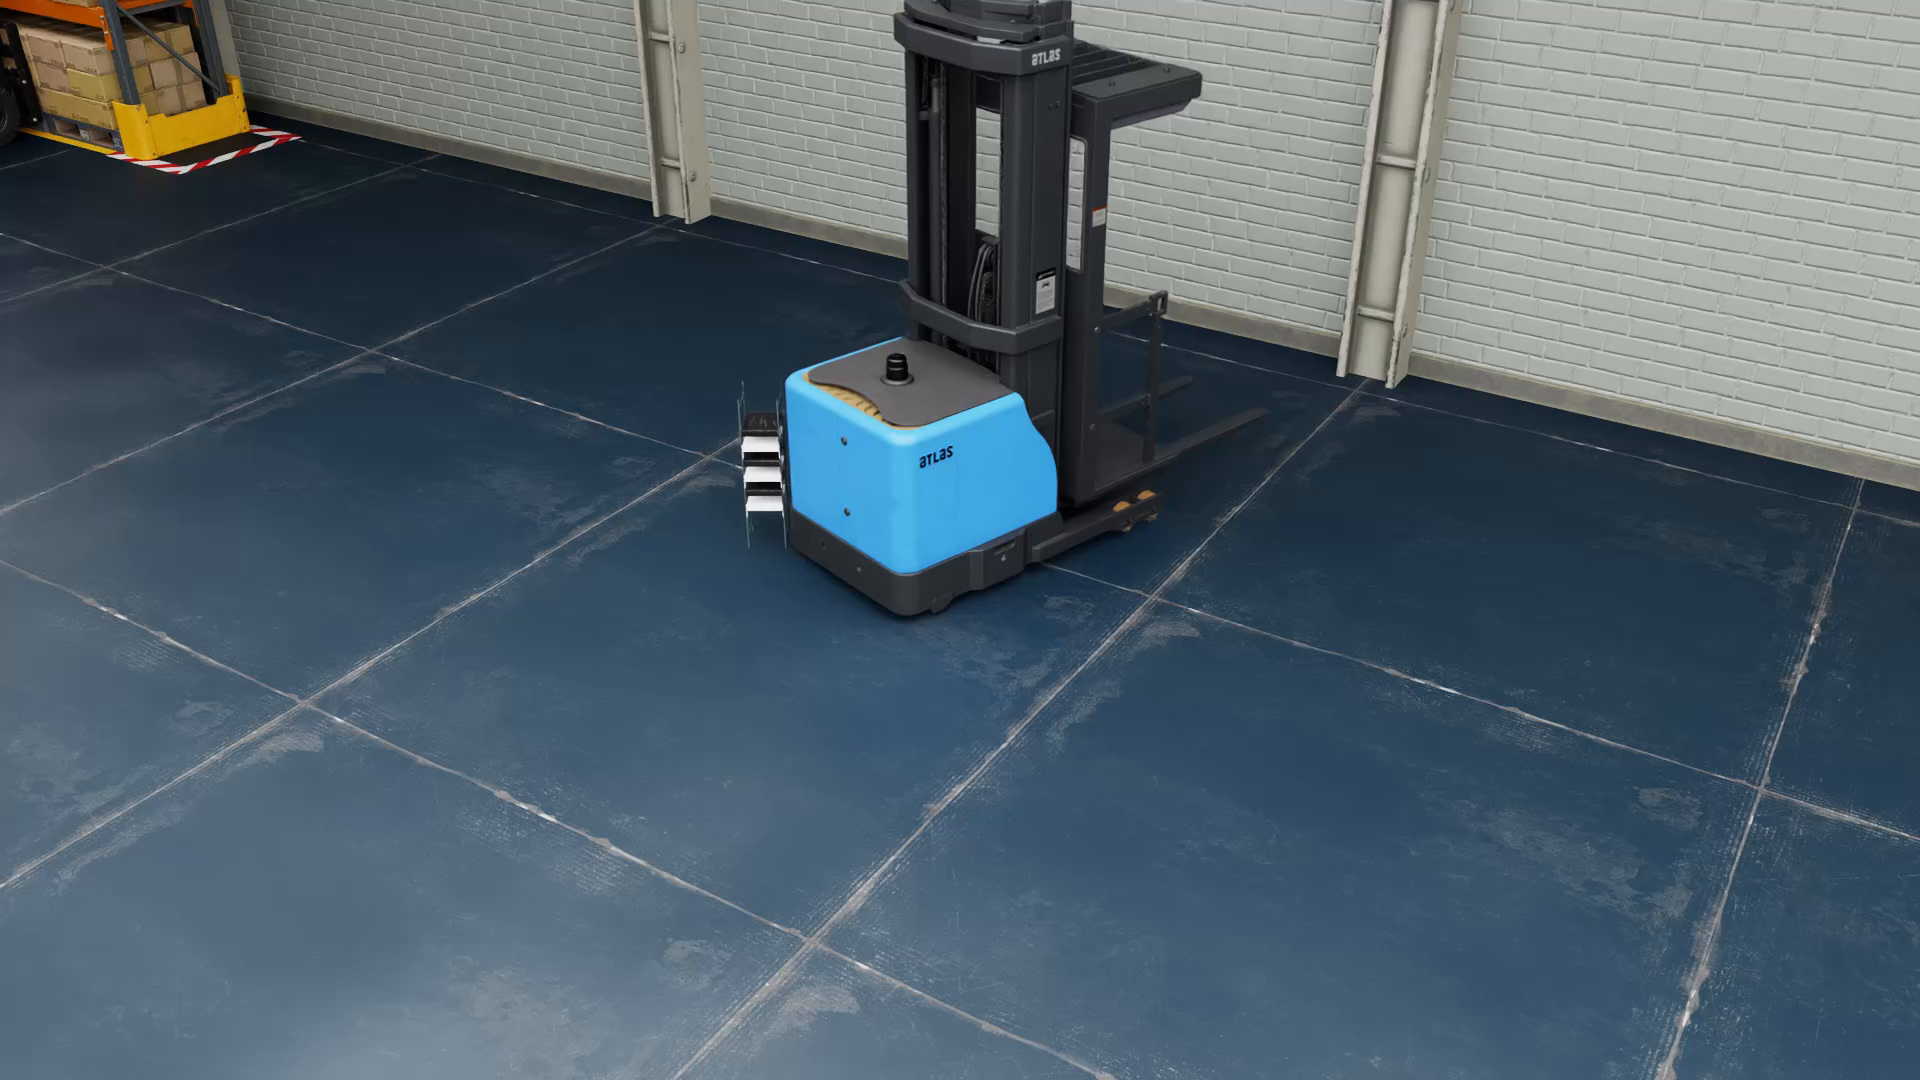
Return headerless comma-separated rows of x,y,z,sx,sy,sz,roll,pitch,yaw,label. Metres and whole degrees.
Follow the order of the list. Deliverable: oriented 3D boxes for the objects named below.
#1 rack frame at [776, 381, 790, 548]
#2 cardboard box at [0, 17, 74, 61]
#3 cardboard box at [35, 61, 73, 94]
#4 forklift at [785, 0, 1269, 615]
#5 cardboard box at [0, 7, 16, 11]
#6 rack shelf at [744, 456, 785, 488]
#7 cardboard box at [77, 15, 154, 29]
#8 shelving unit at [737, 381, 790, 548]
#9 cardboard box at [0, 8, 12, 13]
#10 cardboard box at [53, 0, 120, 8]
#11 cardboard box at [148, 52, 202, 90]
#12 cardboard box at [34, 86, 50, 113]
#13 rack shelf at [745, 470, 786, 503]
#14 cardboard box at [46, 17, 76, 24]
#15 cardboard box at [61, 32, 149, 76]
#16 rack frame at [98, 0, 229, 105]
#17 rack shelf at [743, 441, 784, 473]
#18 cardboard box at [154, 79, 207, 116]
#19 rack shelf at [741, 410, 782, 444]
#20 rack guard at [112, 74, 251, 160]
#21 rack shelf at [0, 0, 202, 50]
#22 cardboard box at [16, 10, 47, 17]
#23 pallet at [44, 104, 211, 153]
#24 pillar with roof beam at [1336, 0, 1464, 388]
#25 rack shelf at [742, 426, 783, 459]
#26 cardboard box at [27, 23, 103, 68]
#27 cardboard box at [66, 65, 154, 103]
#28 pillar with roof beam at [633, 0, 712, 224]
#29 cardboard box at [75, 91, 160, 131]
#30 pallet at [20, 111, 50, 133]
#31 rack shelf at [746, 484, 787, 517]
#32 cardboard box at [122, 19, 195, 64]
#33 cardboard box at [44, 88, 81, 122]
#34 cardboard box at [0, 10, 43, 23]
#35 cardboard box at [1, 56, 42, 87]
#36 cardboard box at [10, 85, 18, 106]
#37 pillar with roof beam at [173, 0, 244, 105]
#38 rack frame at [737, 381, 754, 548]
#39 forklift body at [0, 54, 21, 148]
-0.962,-0.404,9.050,0.006,0.900,0.240,0,30,0,rack frame
-8.710,-4.736,15.712,0.500,0.250,0.500,18,35,28,cardboard box
-8.283,-4.401,15.633,0.500,0.250,0.500,17,34,27,cardboard box
0.527,-1.495,8.904,3.031,2.935,1.130,-23,38,-34,forklift
-9.296,-5.233,16.562,0.500,0.250,0.500,18,35,28,cardboard box
-1.063,-0.375,9.067,0.200,0.077,0.258,0,30,0,rack shelf
-8.018,-4.823,15.860,0.500,0.250,0.500,18,35,27,cardboard box
-1.063,-0.404,9.050,0.210,0.900,0.258,0,30,0,shelving unit
-9.576,-5.019,16.196,0.500,0.250,0.500,19,35,29,cardboard box
-7.842,-5.118,14.947,0.500,0.500,0.500,17,34,26,cardboard box
-7.574,-4.479,15.767,0.500,0.250,0.500,18,35,28,cardboard box
-8.687,-4.315,15.982,0.500,0.250,0.500,18,35,28,cardboard box
-1.063,-0.298,9.112,0.200,0.077,0.258,0,30,0,rack shelf
-8.435,-4.961,16.097,0.500,0.250,0.500,17,34,27,cardboard box
-7.842,-4.471,15.257,0.500,0.250,0.500,19,35,29,cardboard box
-7.286,-5.055,14.939,0.127,3.000,1.000,18,35,27,rack frame
-1.063,-0.453,9.021,0.200,0.077,0.258,0,30,0,rack shelf
-7.598,-4.264,15.894,0.500,0.250,0.500,18,35,28,cardboard box
-1.063,-0.609,8.931,0.200,0.077,0.258,0,30,0,rack shelf
-7.266,-3.969,15.557,0.348,0.500,1.175,18,35,27,rack guard
-8.980,-5.280,16.038,4.000,0.370,1.077,18,35,27,rack shelf
-8.866,-5.101,16.337,0.500,0.250,0.500,17,34,26,cardboard box
-7.956,-4.038,15.962,1.213,0.211,1.003,18,35,27,pallet
0.479,-3.166,5.746,0.400,9.000,9.100,18,35,27,pillar with roof beam
-1.063,-0.531,8.976,0.200,0.077,0.258,0,30,0,rack shelf
-8.277,-4.605,15.487,0.500,0.250,0.500,18,35,28,cardboard box
-7.864,-4.262,15.394,0.500,0.250,0.500,17,34,27,cardboard box
-4.603,-4.773,8.501,0.400,9.000,9.100,18,35,27,pillar with roof beam
-7.852,-4.040,15.510,0.500,0.250,0.500,18,35,28,cardboard box
-8.985,-4.365,16.523,1.213,0.211,1.003,18,35,27,pallet
-1.063,-0.220,9.157,0.200,0.077,0.258,0,30,0,rack shelf
-7.592,-4.690,15.633,0.500,0.250,0.500,17,34,27,cardboard box
-8.268,-4.177,15.745,0.500,0.250,0.500,18,35,27,cardboard box
-9.135,-4.875,15.950,0.500,0.250,0.500,17,34,26,cardboard box
-8.732,-4.530,15.854,0.500,0.250,0.500,17,34,26,cardboard box
-9.139,-4.445,16.204,0.500,0.250,0.500,19,35,29,cardboard box
-9.685,-6.380,11.256,0.400,9.000,9.100,18,35,27,pillar with roof beam
-1.165,-0.404,9.049,0.006,0.900,0.240,0,30,0,rack frame
-9.862,-4.418,14.688,1.214,2.155,2.313,18,35,27,forklift body
